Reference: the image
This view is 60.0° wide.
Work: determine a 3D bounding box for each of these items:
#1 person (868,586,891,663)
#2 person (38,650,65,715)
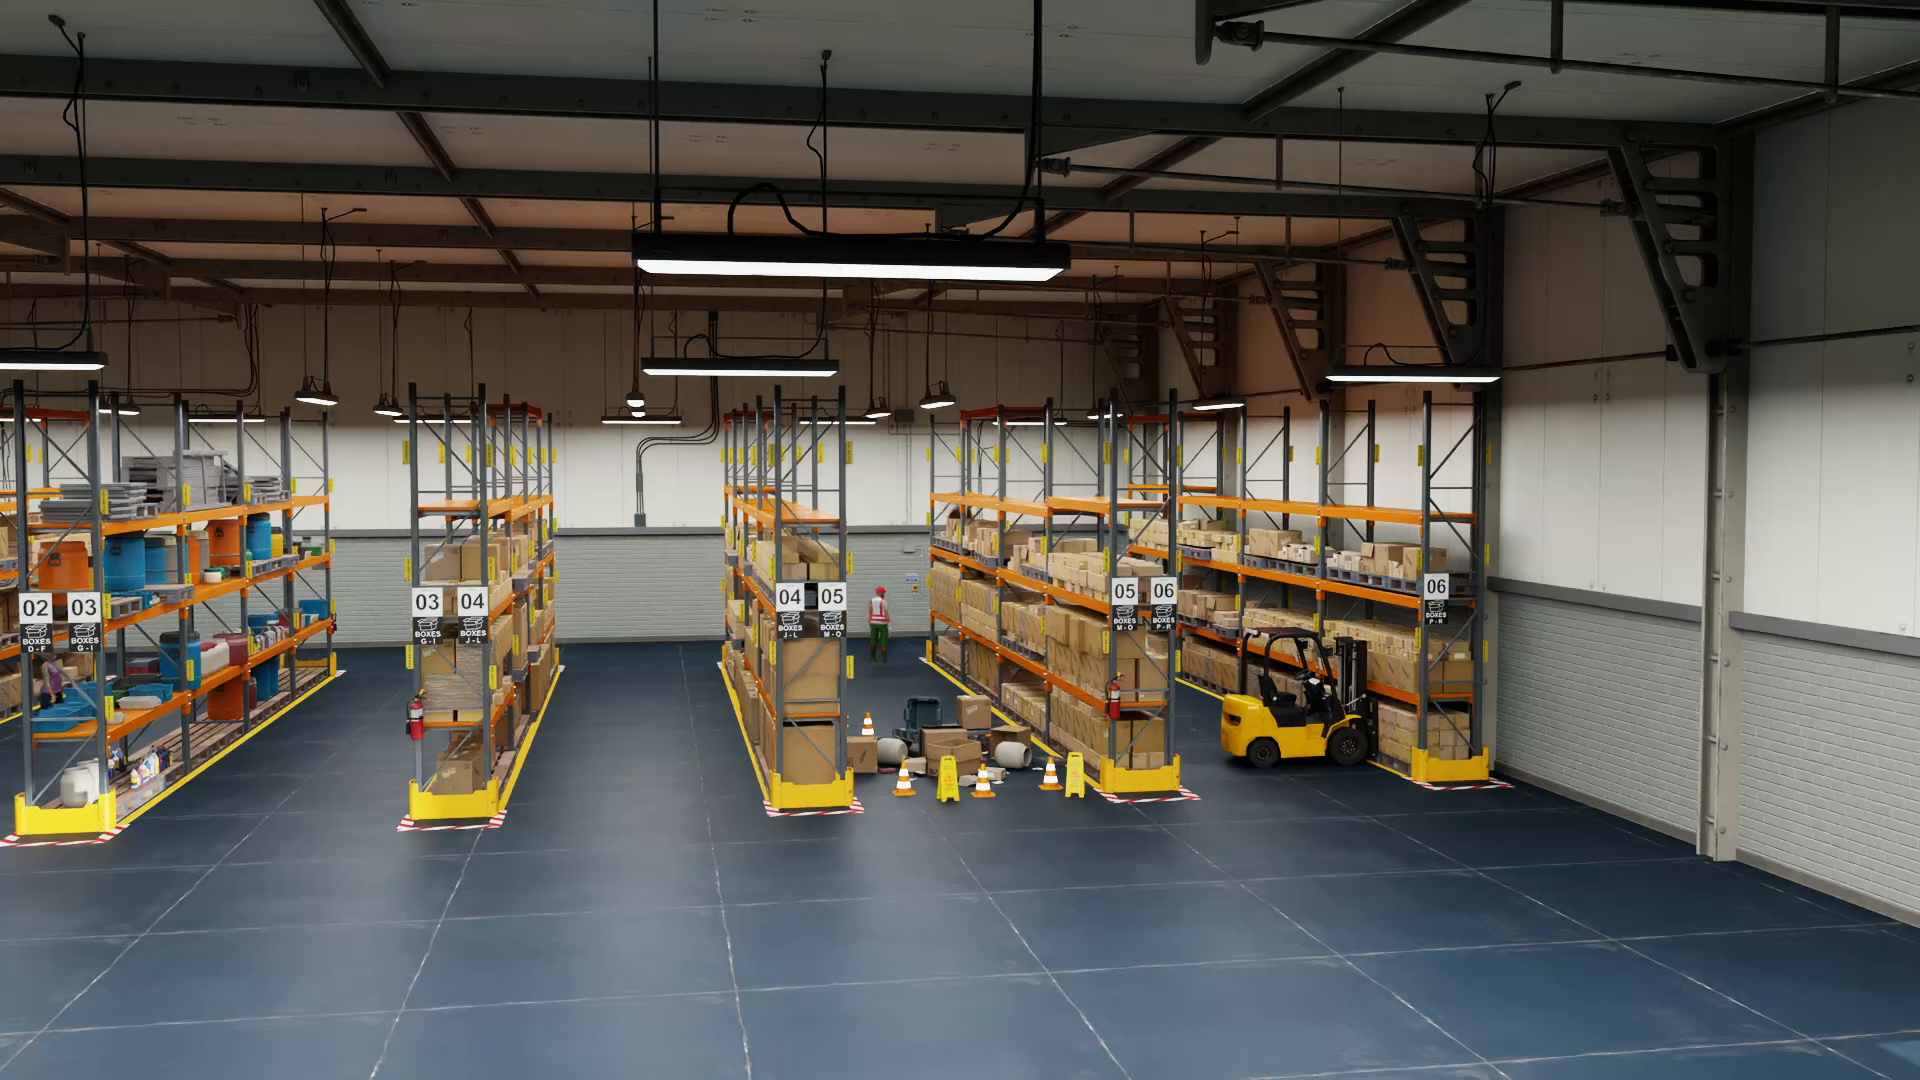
[{"bbox_3d":[-1.874,1.987,39.146,0.597,1.793,0.400,1,3,27],"label":"person"},{"bbox_3d":[-16.066,2.713,29.479,0.581,1.597,0.561,0,3,8],"label":"person"}]
